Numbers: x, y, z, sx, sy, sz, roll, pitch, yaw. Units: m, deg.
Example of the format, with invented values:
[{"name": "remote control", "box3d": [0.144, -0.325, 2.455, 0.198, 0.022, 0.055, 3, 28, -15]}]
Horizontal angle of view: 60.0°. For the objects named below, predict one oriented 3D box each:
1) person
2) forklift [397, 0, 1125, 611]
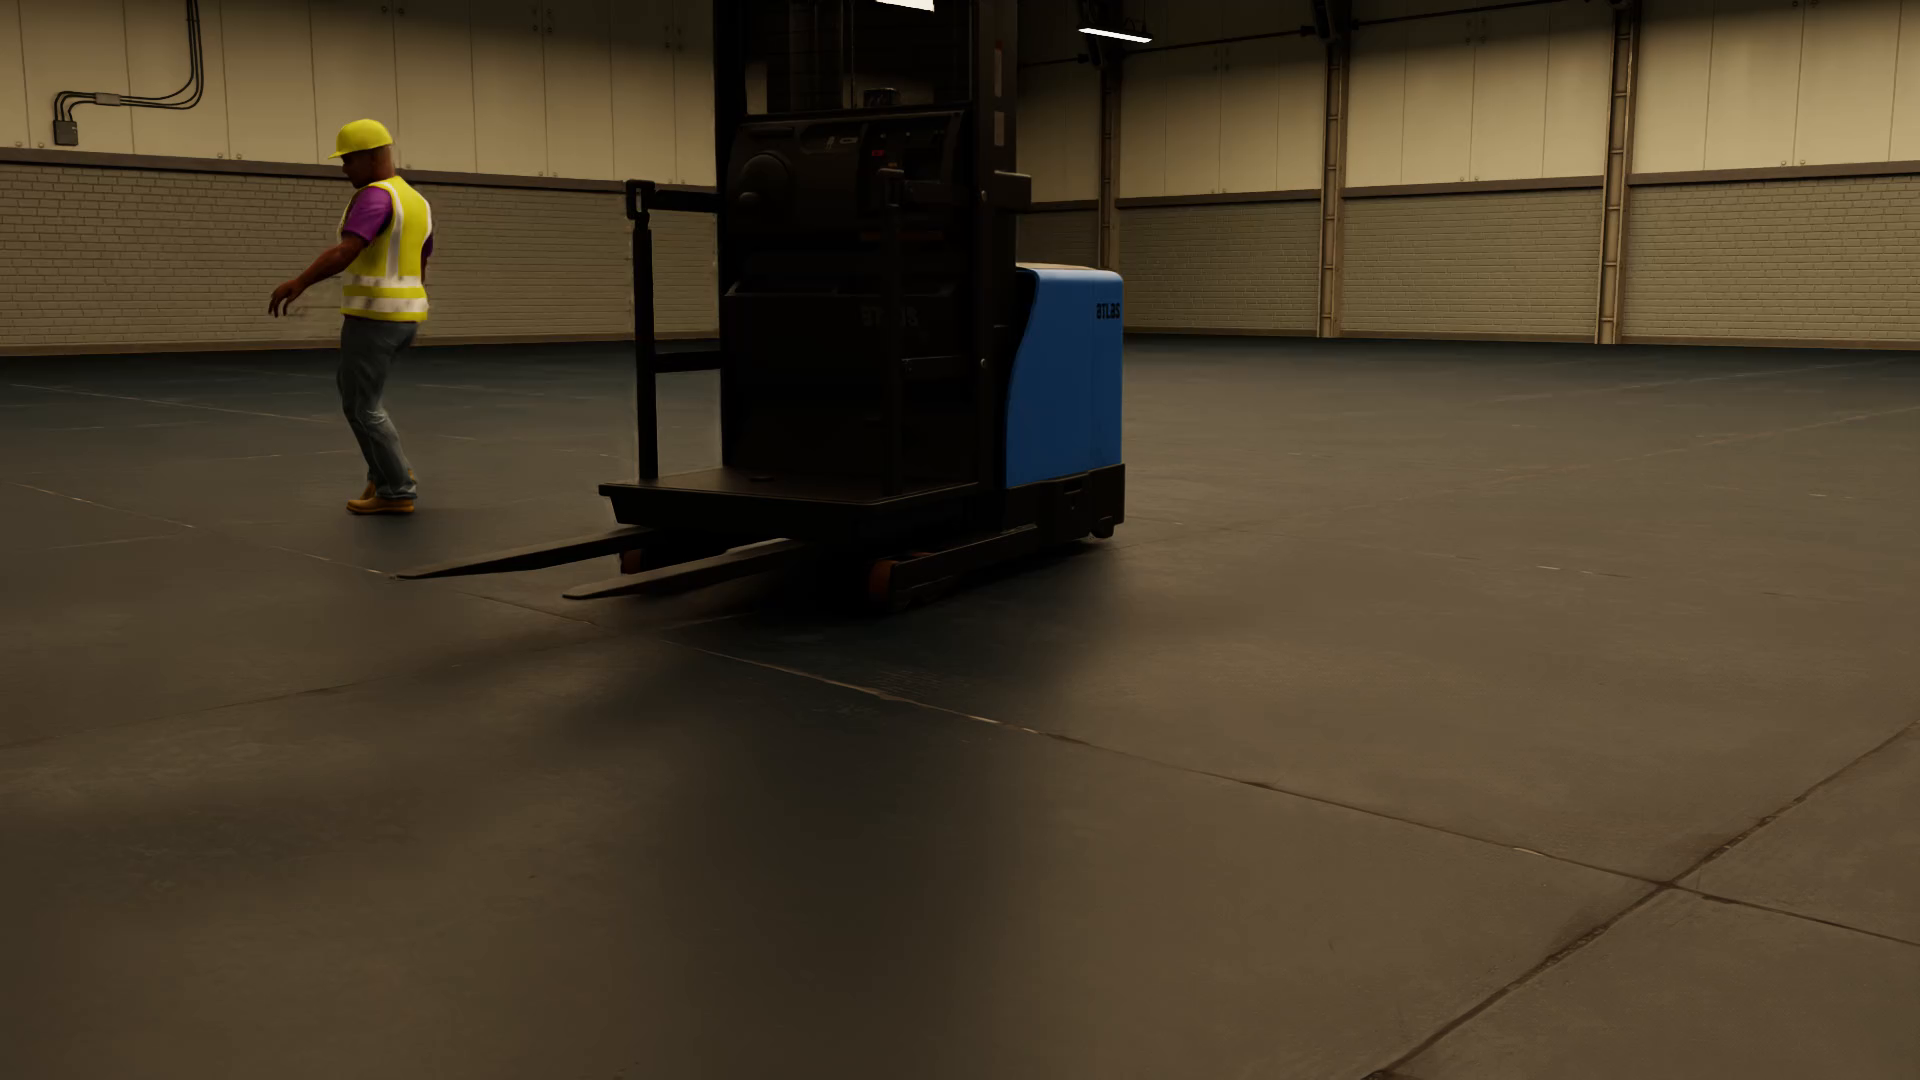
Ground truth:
[{"name": "person", "box3d": [-2.651, -0.972, 7.464, 0.497, 1.785, 0.966, 1, 9, 8]}, {"name": "forklift", "box3d": [-0.508, -1.302, 5.522, 1.130, 2.935, 3.031, 5, 10, 30]}]
